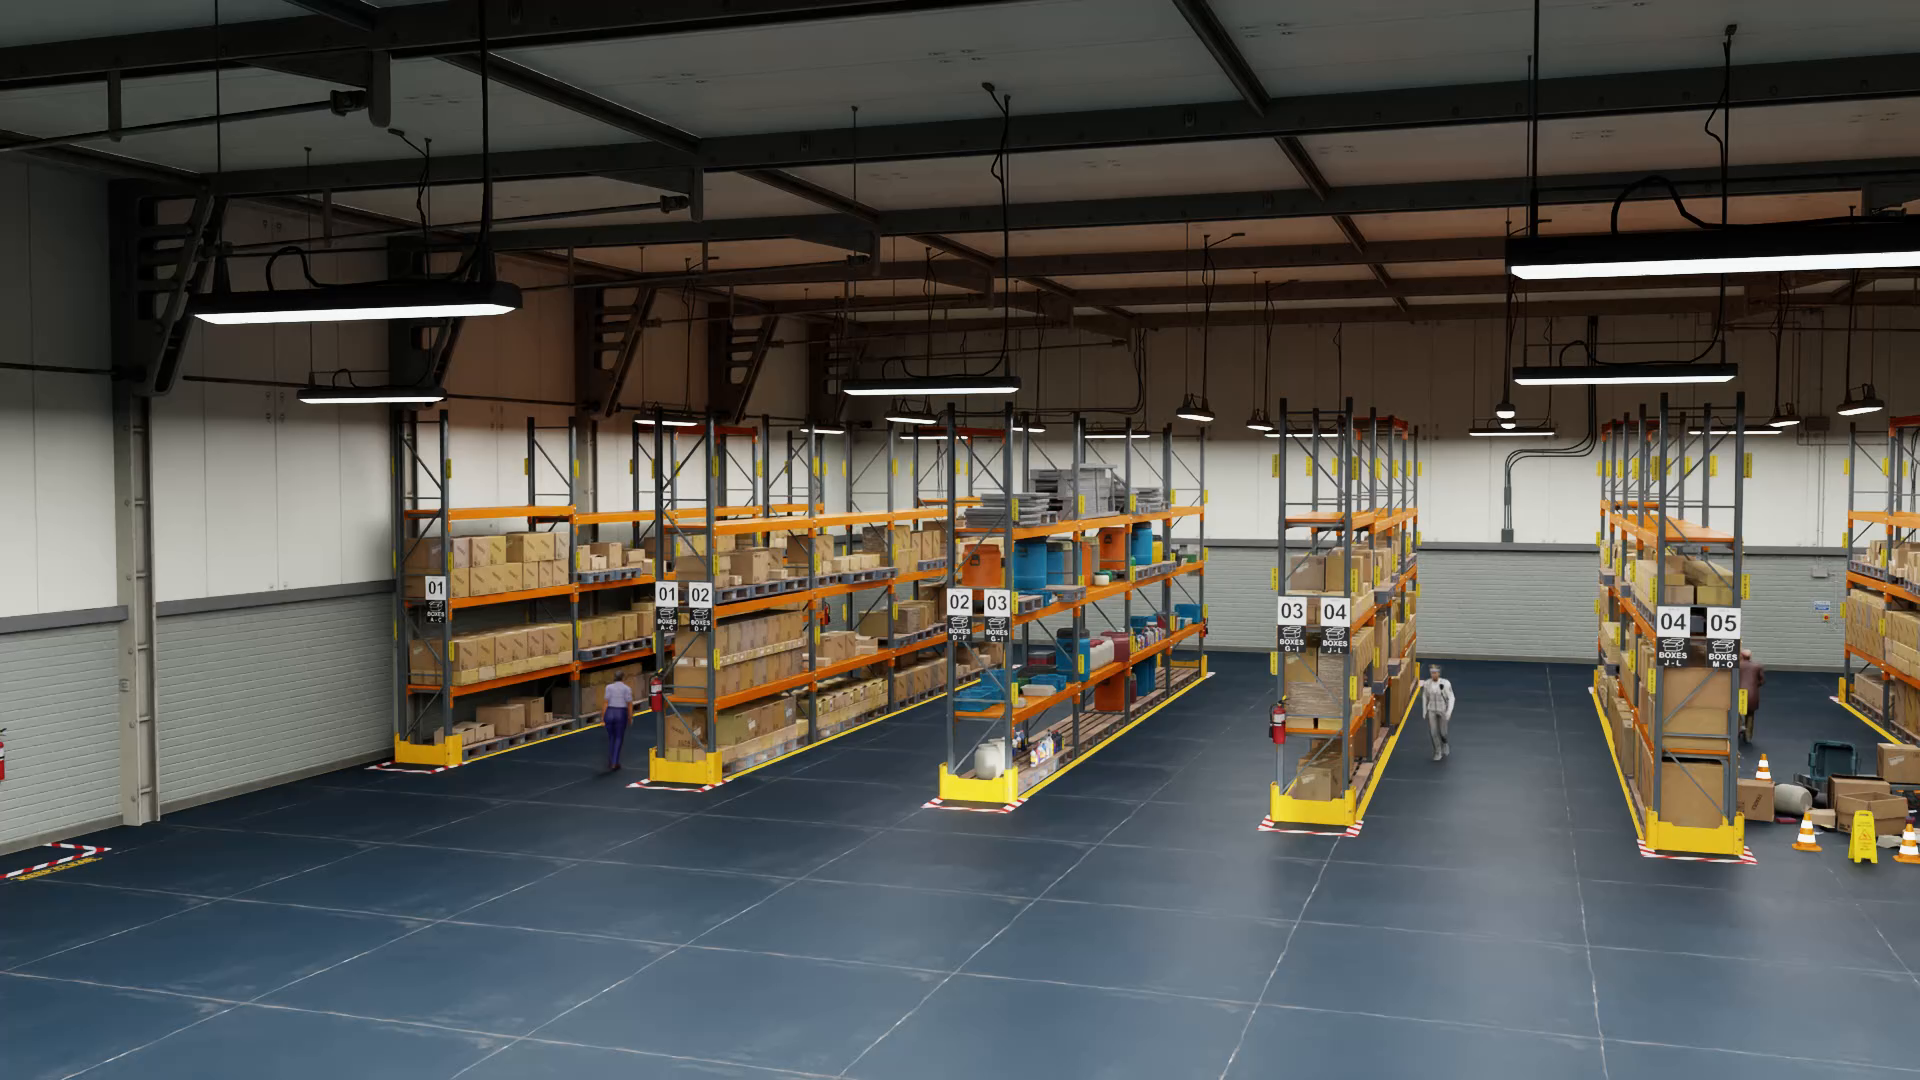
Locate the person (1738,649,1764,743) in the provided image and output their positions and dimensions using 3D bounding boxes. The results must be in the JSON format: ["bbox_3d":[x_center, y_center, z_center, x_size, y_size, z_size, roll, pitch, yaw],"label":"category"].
[{"bbox_3d":[14.456,2.908,30.580,0.634,1.576,0.818,1,3,20],"label":"person"}]

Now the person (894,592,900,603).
[{"bbox_3d":[-1.875,2.233,46.507,0.940,1.527,0.413,2,3,37],"label":"person"}]

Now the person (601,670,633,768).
[{"bbox_3d":[-5.727,3.026,27.816,0.509,1.682,0.606,0,2,10],"label":"person"}]

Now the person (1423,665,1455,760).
[{"bbox_3d":[8.271,2.952,28.703,0.550,1.654,0.582,1,3,30],"label":"person"}]
